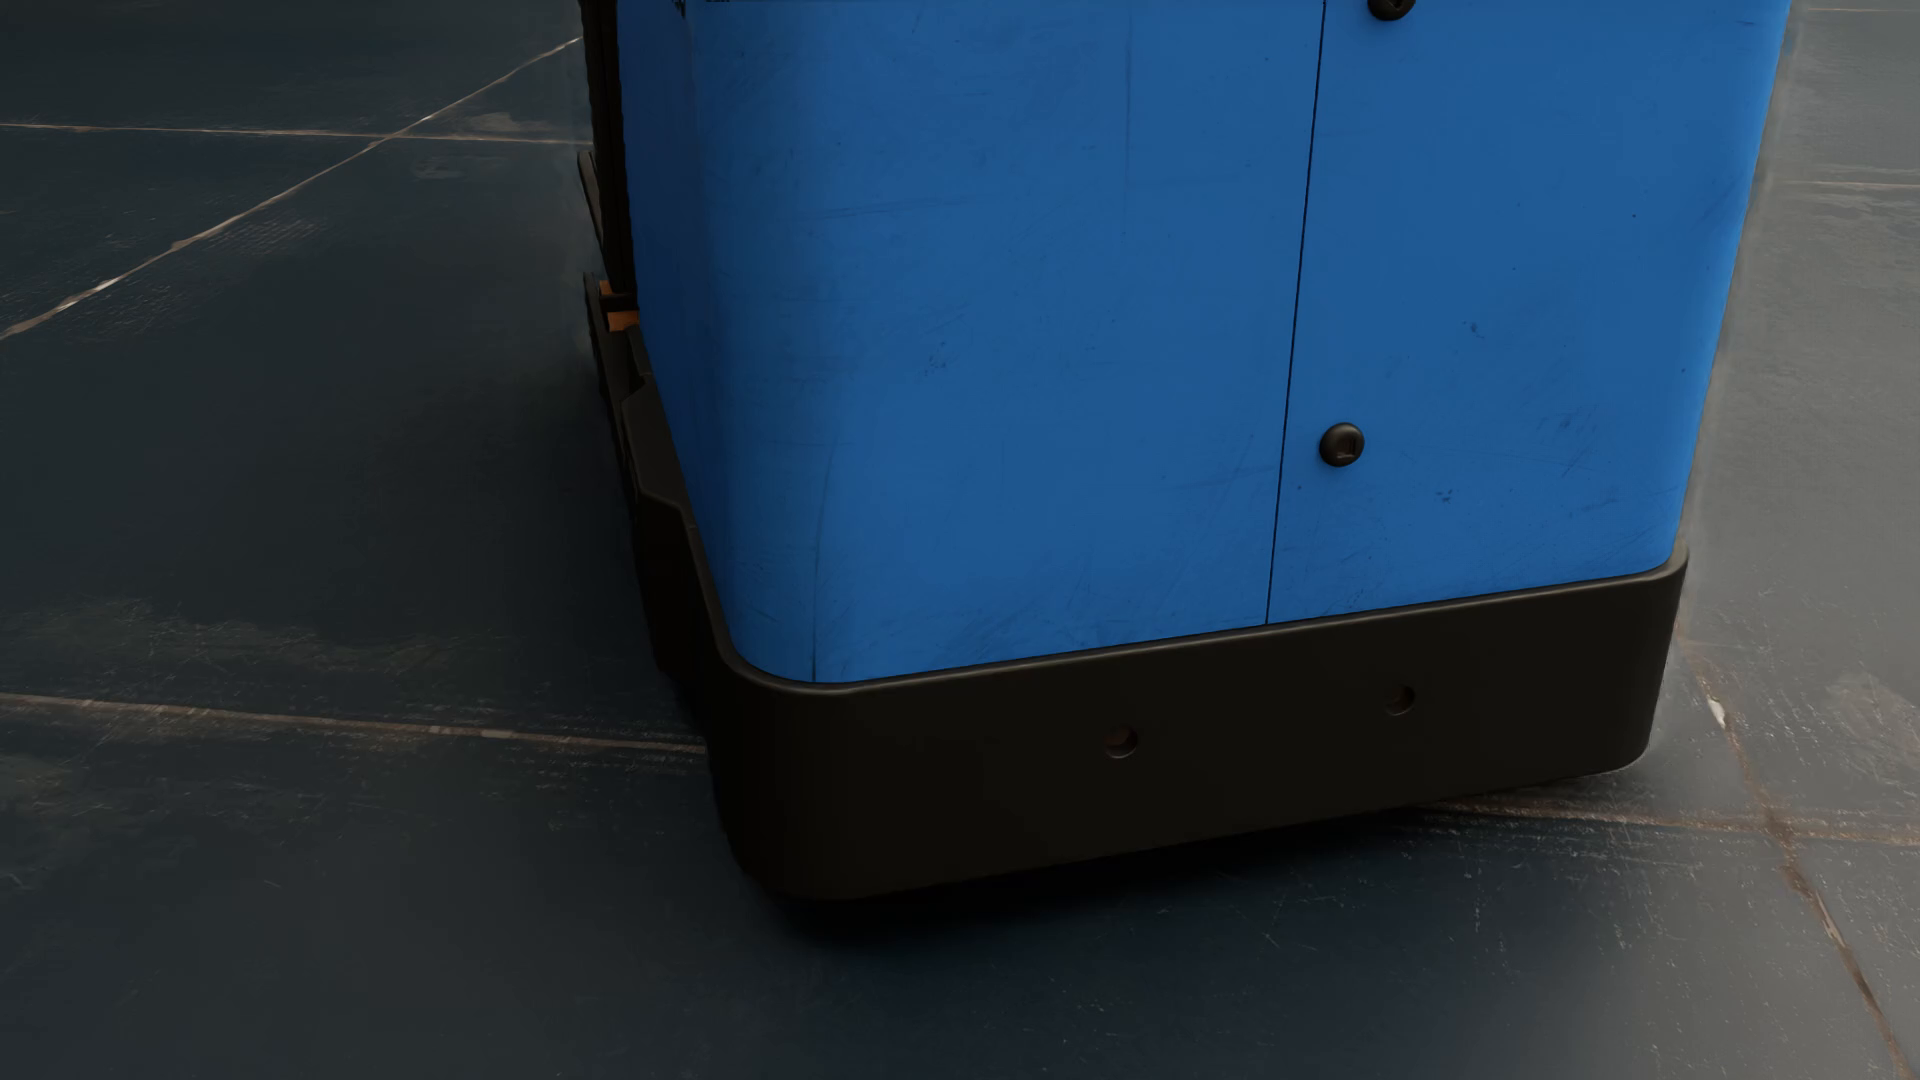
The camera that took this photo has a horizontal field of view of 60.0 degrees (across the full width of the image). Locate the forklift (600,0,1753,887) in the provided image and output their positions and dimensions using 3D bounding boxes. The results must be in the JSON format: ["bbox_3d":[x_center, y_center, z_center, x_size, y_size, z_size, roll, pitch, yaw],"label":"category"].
[{"bbox_3d":[-0.035,-1.601,2.426,1.130,2.935,3.031,-5,27,-9],"label":"forklift"}]
